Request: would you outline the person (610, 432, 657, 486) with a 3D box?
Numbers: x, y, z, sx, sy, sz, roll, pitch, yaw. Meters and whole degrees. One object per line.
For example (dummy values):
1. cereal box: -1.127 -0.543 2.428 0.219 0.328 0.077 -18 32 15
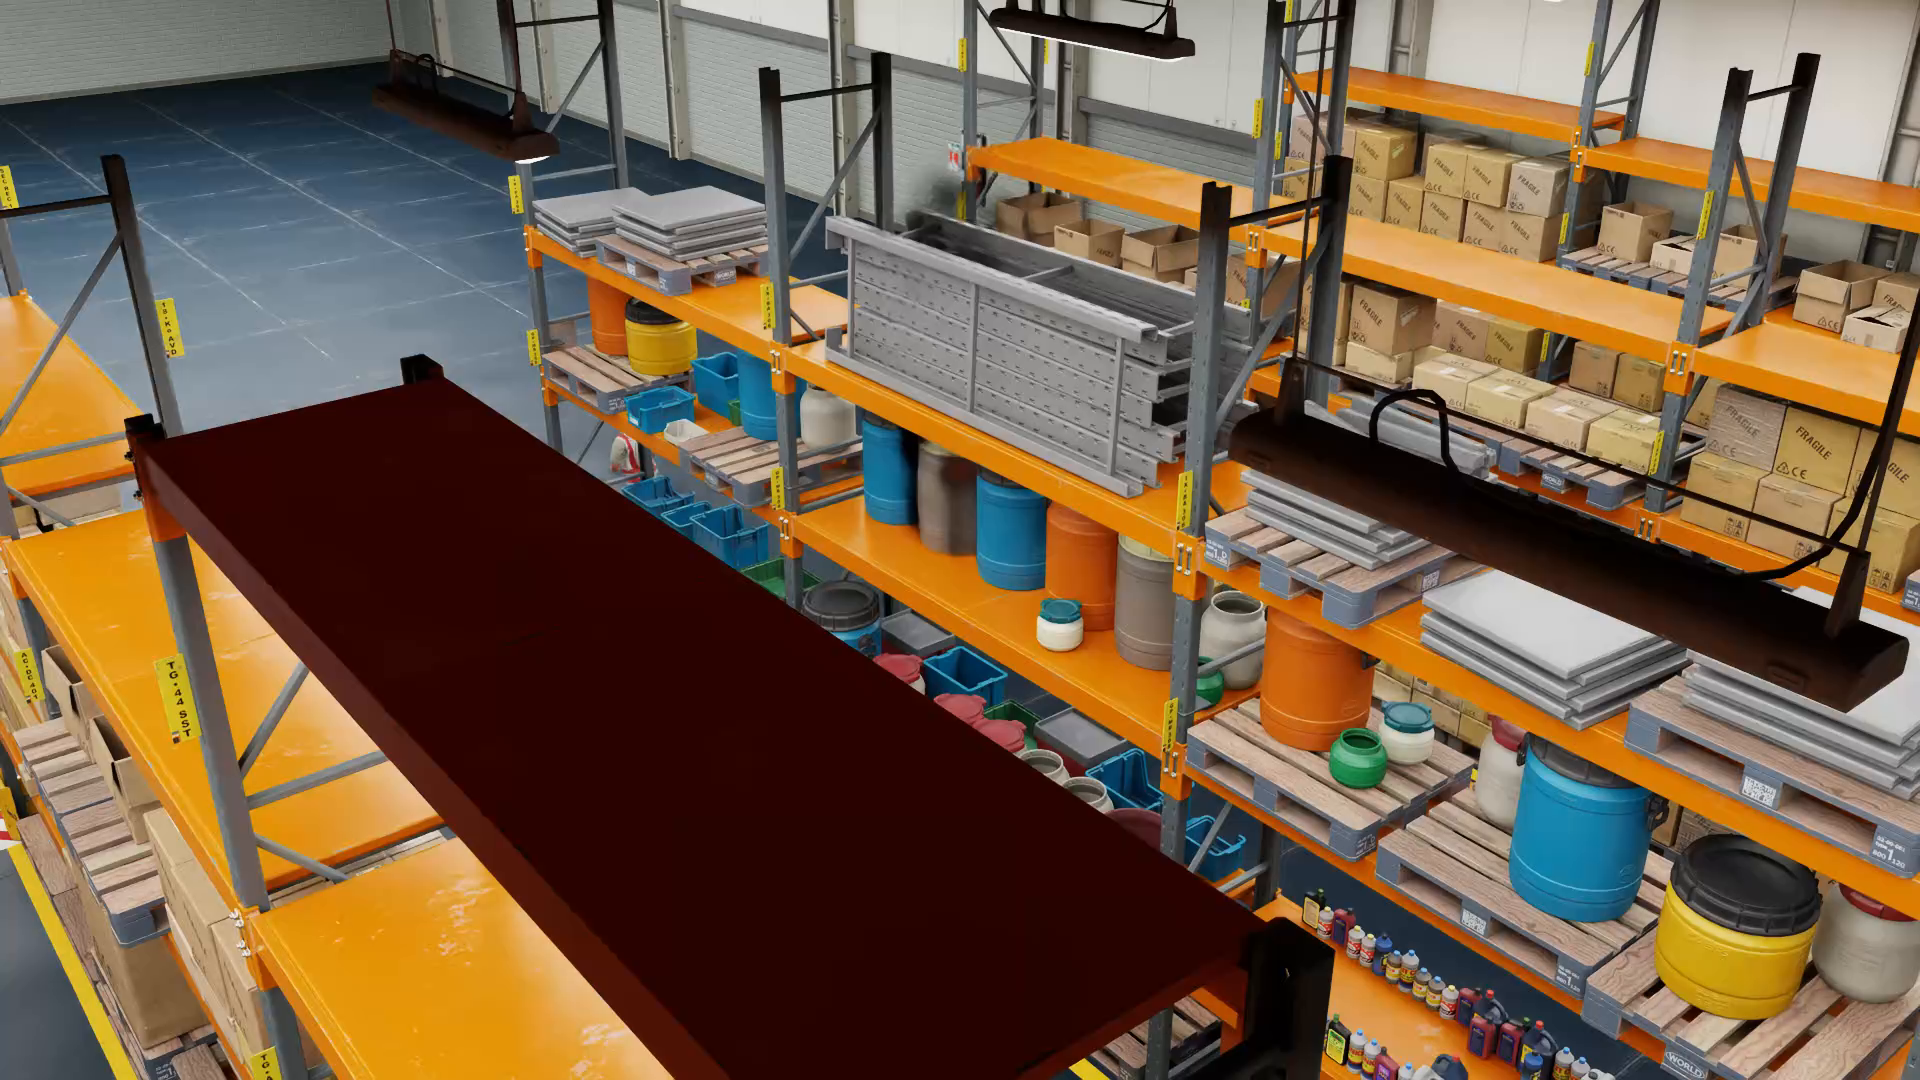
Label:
1. person: -3.365 -0.588 17.478 0.856 1.812 0.674 12 28 24
